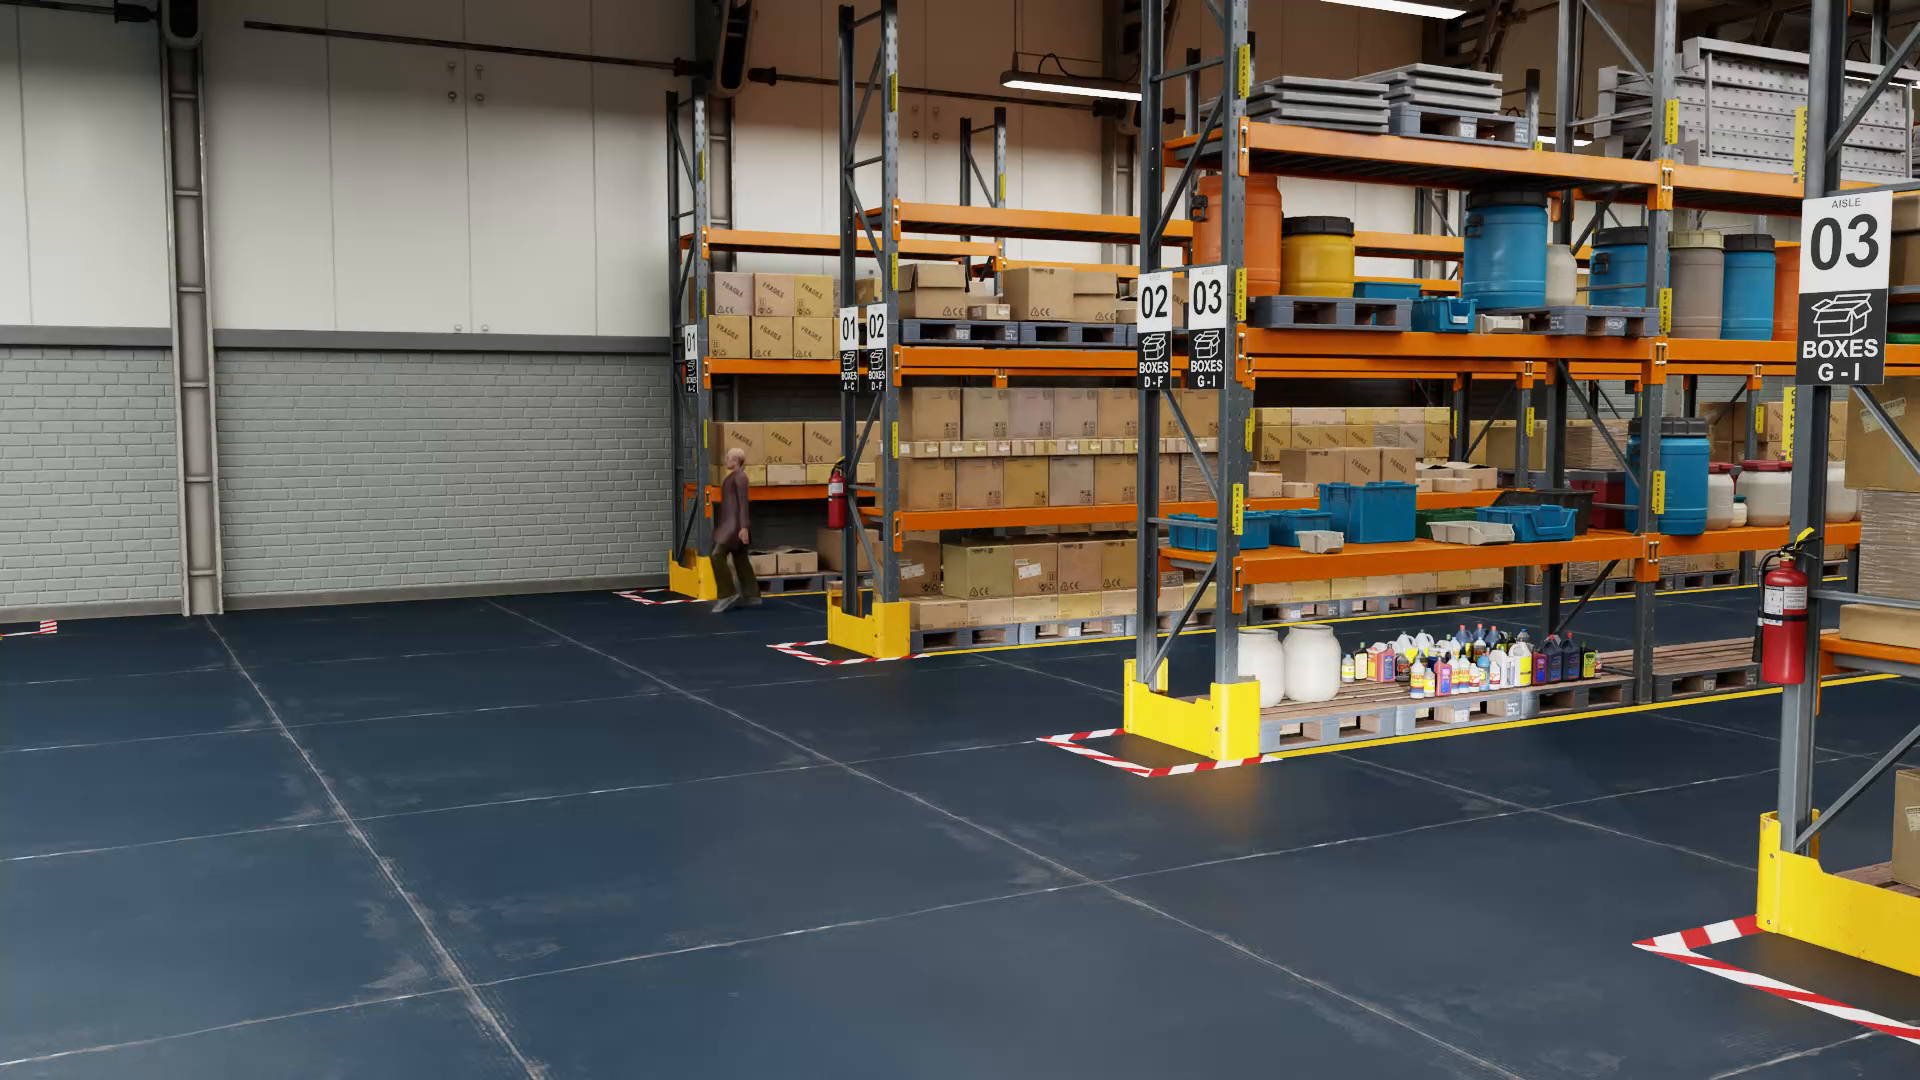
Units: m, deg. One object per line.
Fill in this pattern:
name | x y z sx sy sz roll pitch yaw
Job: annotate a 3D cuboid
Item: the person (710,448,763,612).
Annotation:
person | -2.494 -0.104 18.499 0.579 1.842 0.631 -1 5 -8
